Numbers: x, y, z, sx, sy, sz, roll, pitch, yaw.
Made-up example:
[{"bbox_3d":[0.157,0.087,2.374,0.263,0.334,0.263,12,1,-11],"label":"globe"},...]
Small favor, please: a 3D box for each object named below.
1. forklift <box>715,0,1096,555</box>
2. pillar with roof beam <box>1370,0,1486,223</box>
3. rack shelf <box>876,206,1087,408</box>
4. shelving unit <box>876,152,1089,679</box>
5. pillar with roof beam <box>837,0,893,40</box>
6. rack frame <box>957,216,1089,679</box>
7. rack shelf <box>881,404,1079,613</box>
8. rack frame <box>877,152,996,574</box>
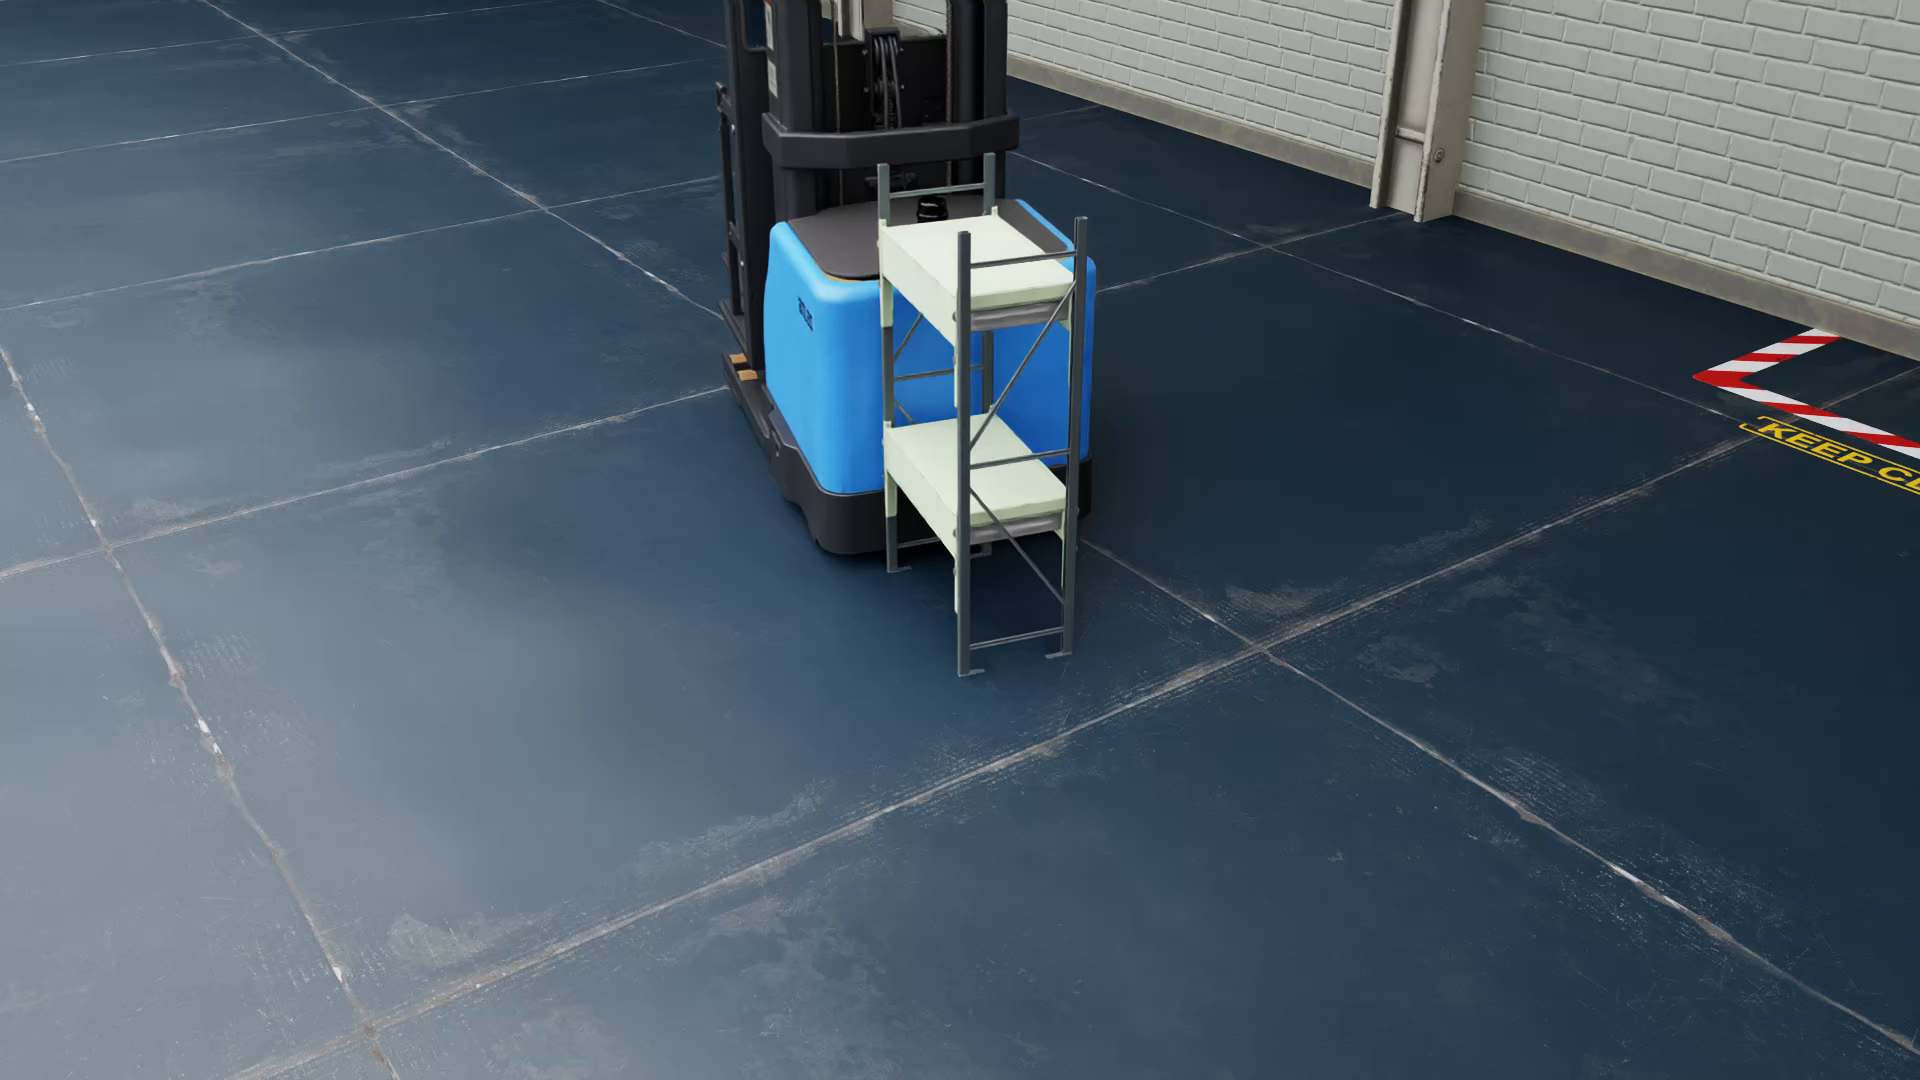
[{"bbox_3d":[-0.434,-1.922,6.718,1.130,2.935,3.031,-9,30,-15],"label":"forklift"},{"bbox_3d":[-0.828,-4.720,5.513,9.100,9.000,0.400,-19,34,-31],"label":"pillar with roof beam"},{"bbox_3d":[0.054,-0.752,5.245,0.431,0.370,0.720,-10,30,-18],"label":"rack shelf"},{"bbox_3d":[0.054,-0.409,5.432,0.431,1.500,0.755,-10,30,-18],"label":"shelving unit"},{"bbox_3d":[-4.309,-7.053,9.808,9.100,9.000,0.400,-19,34,-31],"label":"pillar with roof beam"},{"bbox_3d":[0.183,-0.246,5.131,0.400,1.500,0.023,-10,30,-18],"label":"rack frame"},{"bbox_3d":[0.054,-0.123,5.587,0.431,0.370,0.720,-10,30,-18],"label":"rack shelf"},{"bbox_3d":[-0.074,-0.573,5.733,0.400,1.500,0.023,-10,30,-18],"label":"rack frame"}]
